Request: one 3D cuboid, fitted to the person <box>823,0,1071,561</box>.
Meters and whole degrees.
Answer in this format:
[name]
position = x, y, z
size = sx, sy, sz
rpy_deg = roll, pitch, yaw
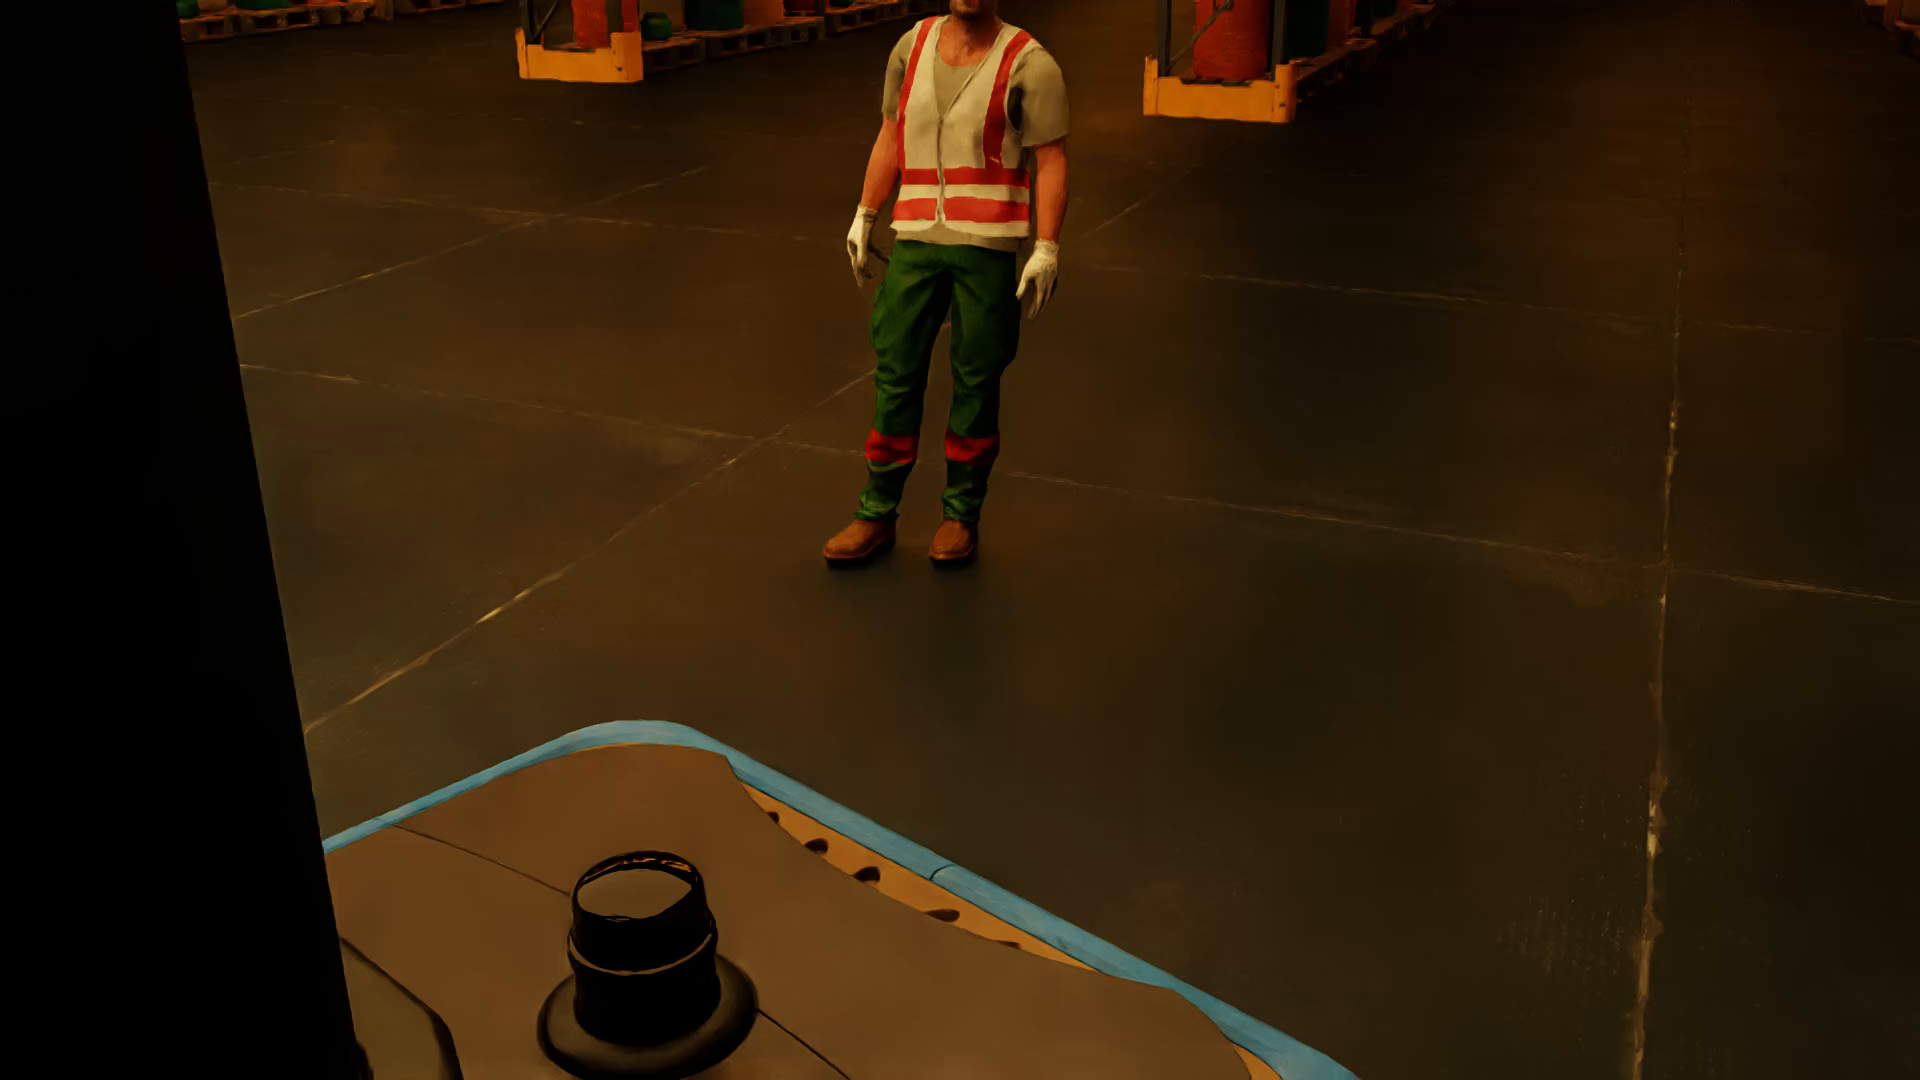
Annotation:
[person]
position = -0.041, -0.805, 4.681
size = 0.637, 1.787, 0.563
rpy_deg = 9, 24, 21
